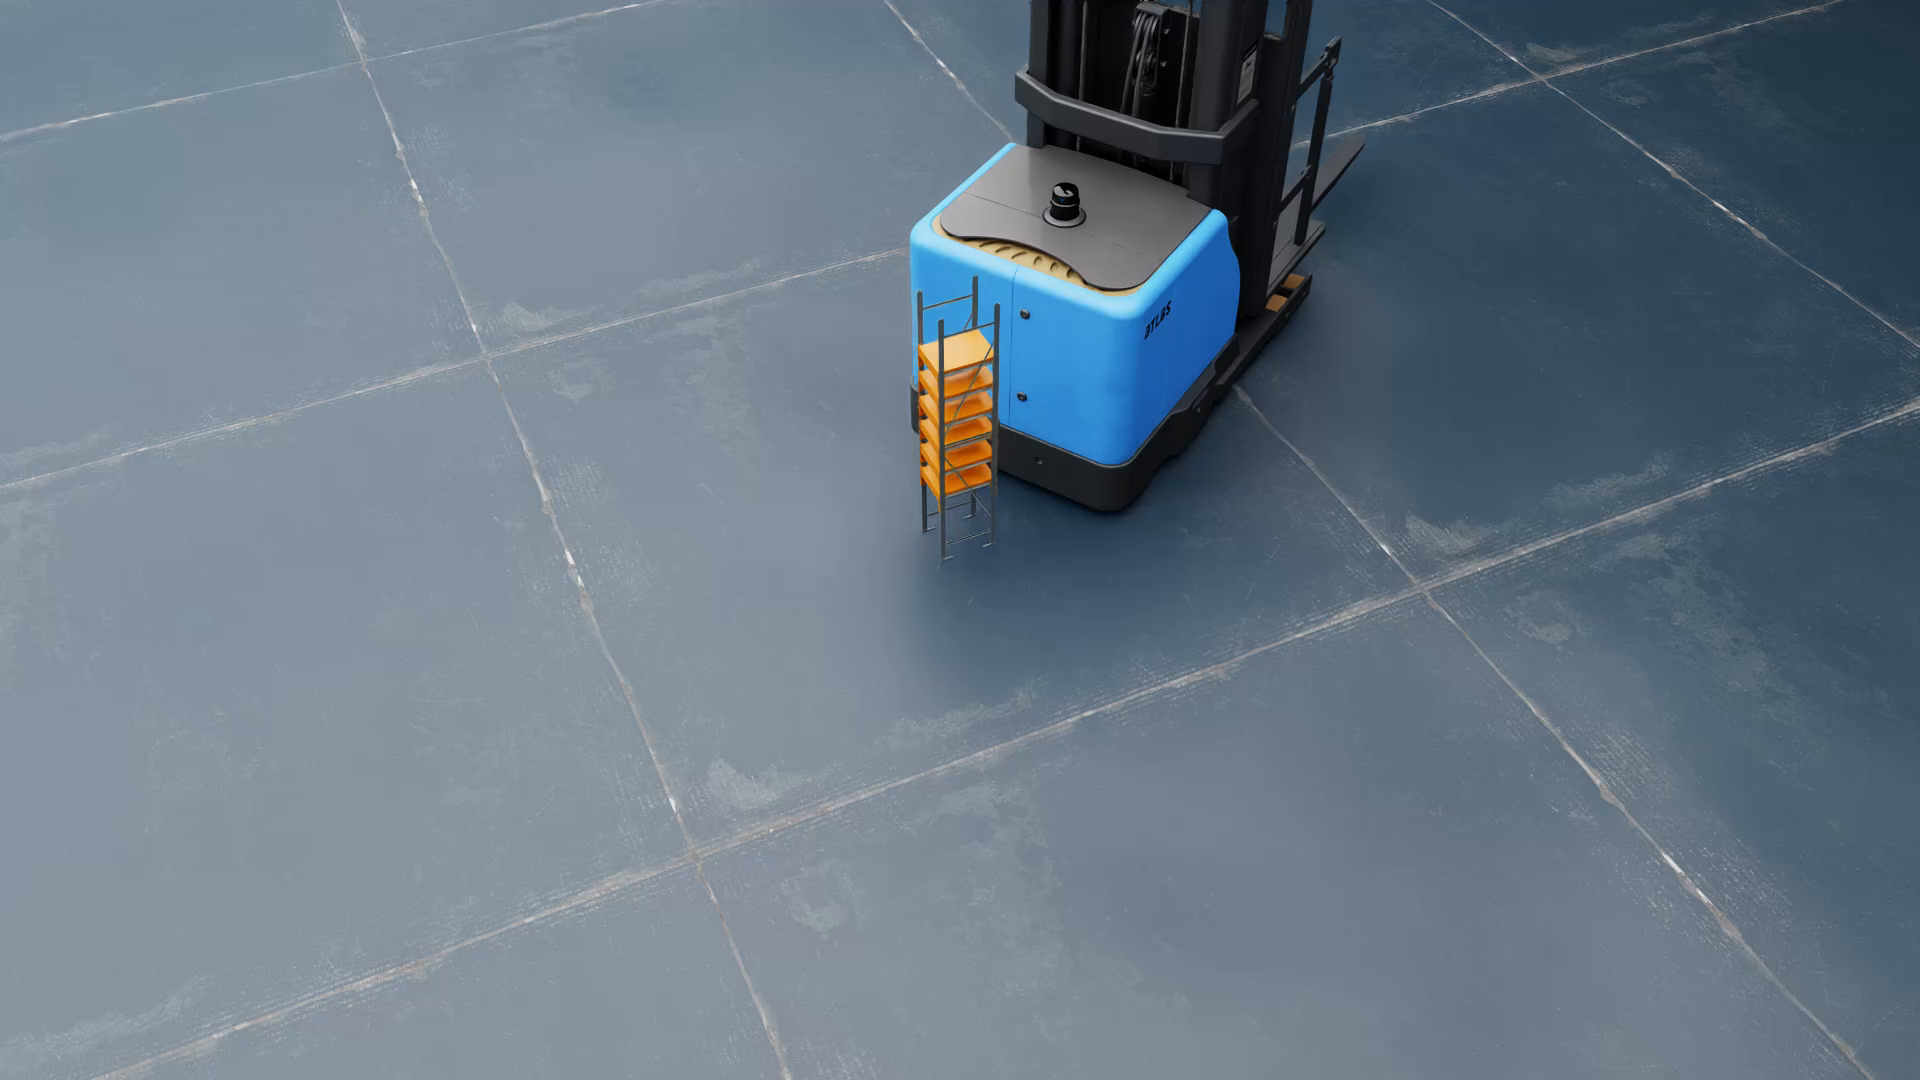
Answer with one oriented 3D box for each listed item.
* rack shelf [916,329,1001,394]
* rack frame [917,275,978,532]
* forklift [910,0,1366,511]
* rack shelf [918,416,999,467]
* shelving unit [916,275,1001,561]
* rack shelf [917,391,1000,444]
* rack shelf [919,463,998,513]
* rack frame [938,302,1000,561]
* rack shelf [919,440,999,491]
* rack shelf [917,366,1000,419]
[{"bbox_3d":[-0.006,-0.661,6.116,0.258,0.103,0.180,-18,47,-17],"label":"rack shelf"},{"bbox_3d":[-0.045,-0.495,6.397,0.240,1.200,0.006,-18,47,-17],"label":"rack frame"},{"bbox_3d":[0.997,-2.177,6.869,1.130,2.935,3.031,24,49,22],"label":"forklift"},{"bbox_3d":[-0.006,-0.405,6.369,0.258,0.103,0.180,-18,47,-17],"label":"rack shelf"},{"bbox_3d":[-0.006,-0.436,6.338,0.258,1.200,0.189,-18,47,-17],"label":"shelving unit"},{"bbox_3d":[-0.006,-0.490,6.285,0.258,0.103,0.180,-18,47,-17],"label":"rack shelf"},{"bbox_3d":[-0.006,-0.234,6.538,0.258,0.103,0.180,-18,47,-17],"label":"rack shelf"},{"bbox_3d":[0.032,-0.378,6.279,0.240,1.200,0.006,-18,47,-17],"label":"rack frame"},{"bbox_3d":[-0.006,-0.319,6.453,0.258,0.103,0.180,-18,47,-17],"label":"rack shelf"},{"bbox_3d":[-0.006,-0.576,6.201,0.258,0.103,0.180,-18,47,-17],"label":"rack shelf"}]
